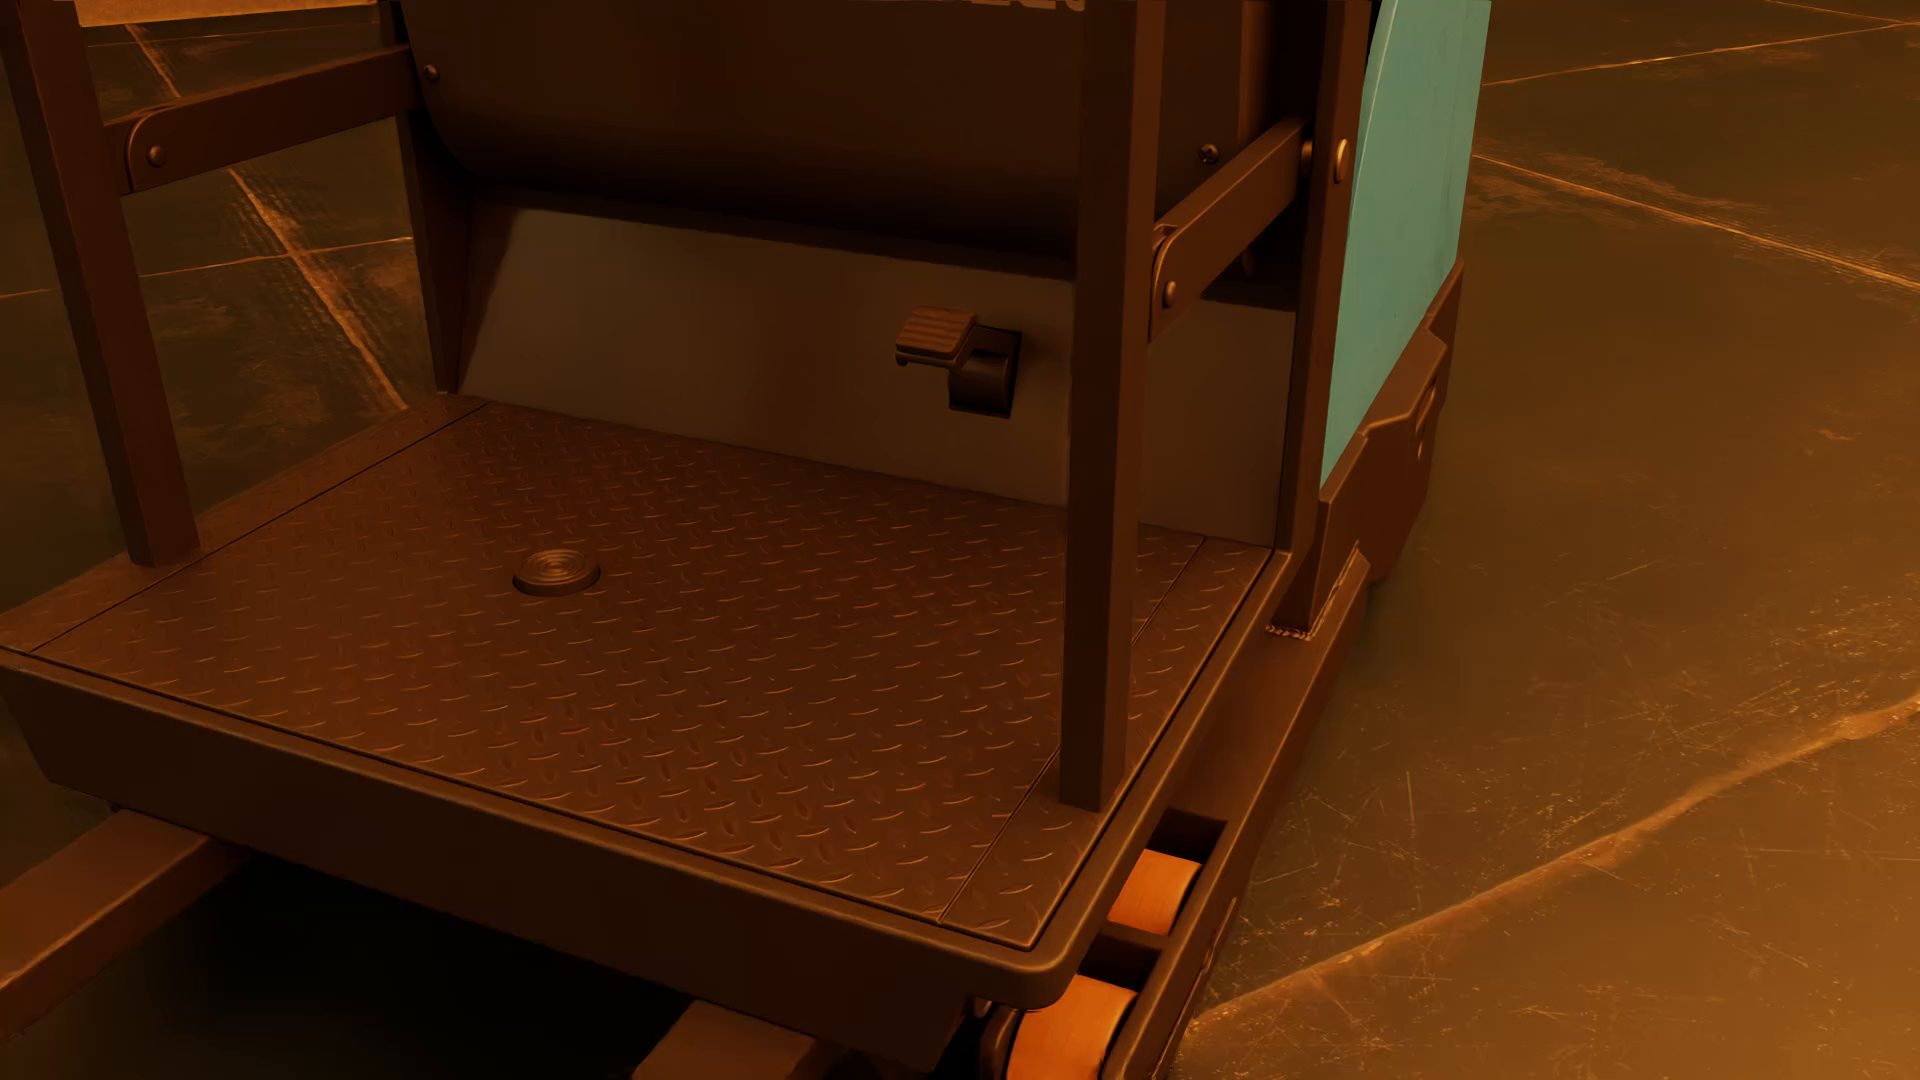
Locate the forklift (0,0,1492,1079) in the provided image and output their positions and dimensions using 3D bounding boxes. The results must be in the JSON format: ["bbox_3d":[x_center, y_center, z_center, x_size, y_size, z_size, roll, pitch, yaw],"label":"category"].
[{"bbox_3d":[-0.240,-0.989,1.209,1.130,2.935,3.031,11,29,21],"label":"forklift"}]
